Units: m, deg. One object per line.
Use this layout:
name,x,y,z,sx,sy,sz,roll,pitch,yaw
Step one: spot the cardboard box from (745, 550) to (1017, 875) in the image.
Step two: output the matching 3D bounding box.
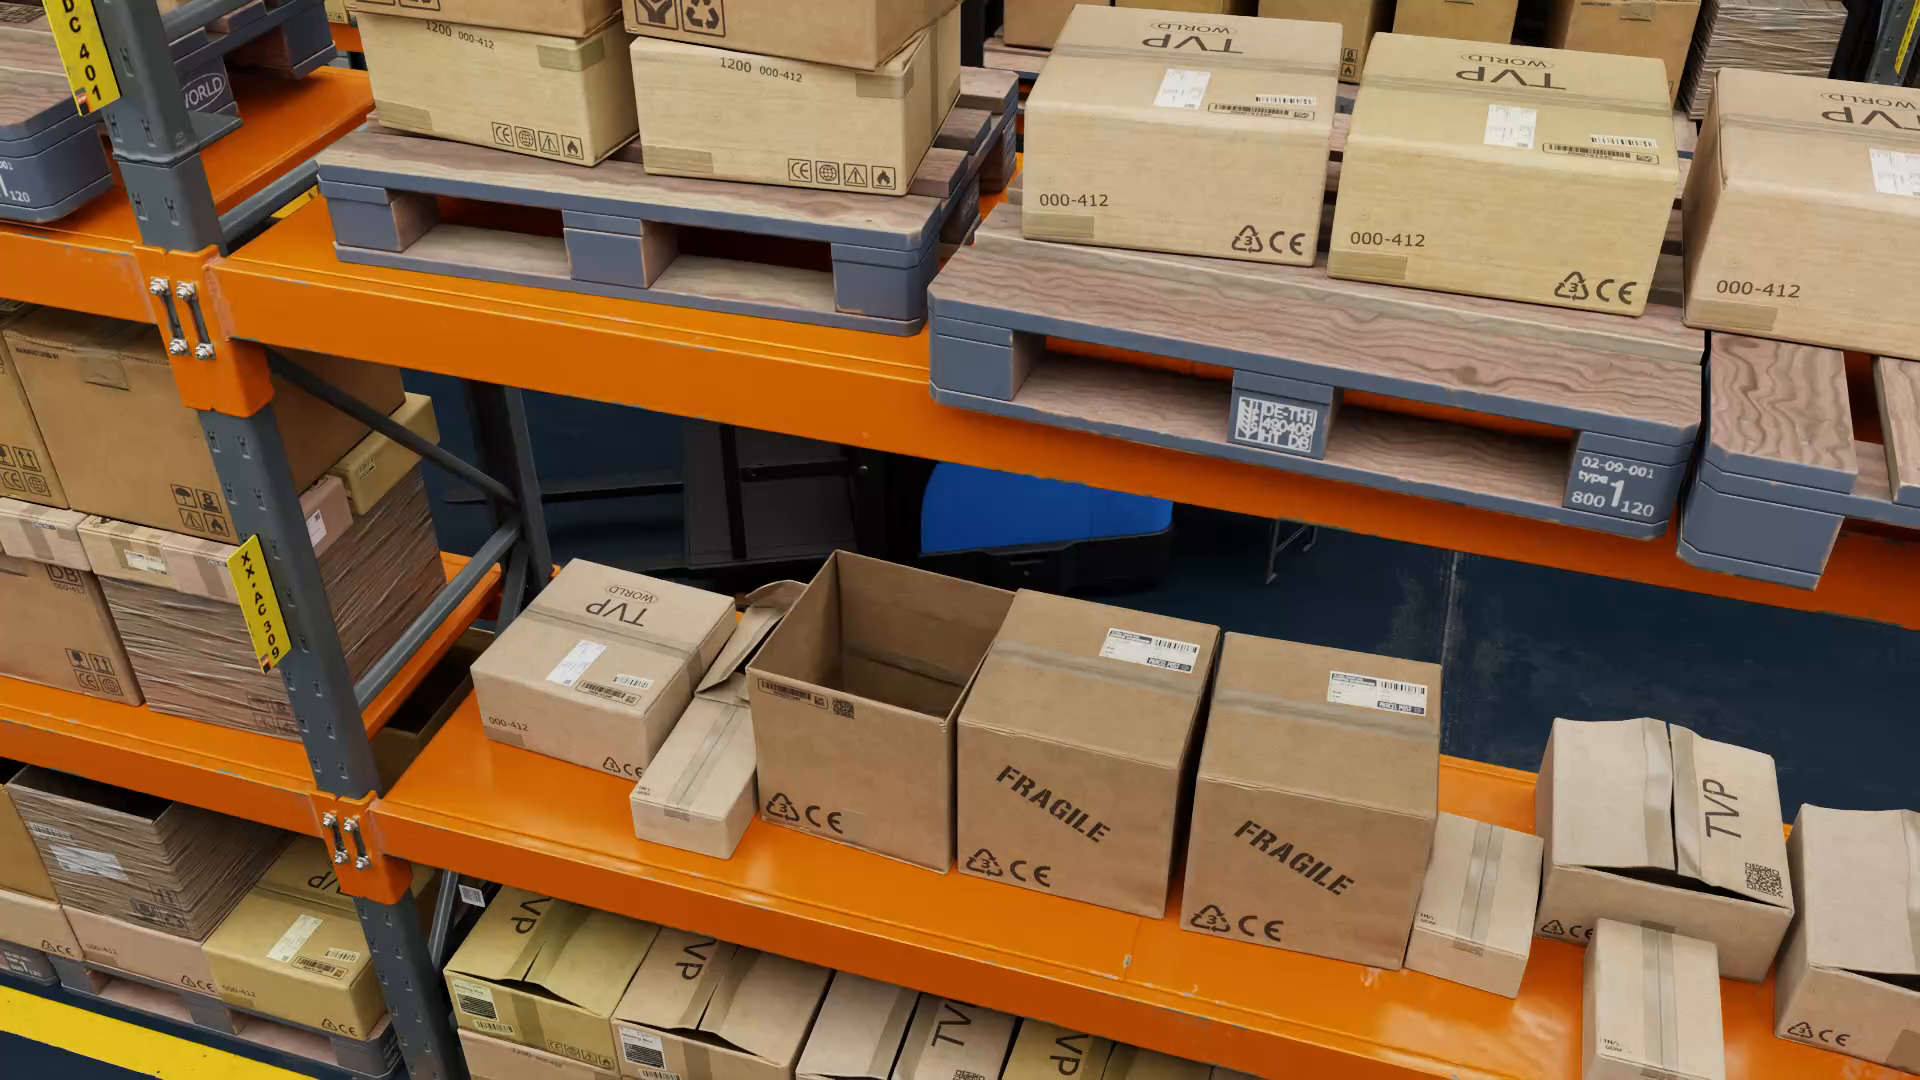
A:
cardboard box,-0.173,0.411,4.077,0.500,0.500,0.500,13,38,17

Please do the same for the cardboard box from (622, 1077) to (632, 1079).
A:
cardboard box,-0.605,1.454,4.710,0.500,0.250,0.500,11,38,15

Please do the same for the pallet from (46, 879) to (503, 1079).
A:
pallet,-2.150,1.172,5.480,1.213,0.211,1.003,10,38,14

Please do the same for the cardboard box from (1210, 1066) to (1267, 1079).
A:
cardboard box,0.862,1.500,4.174,0.500,0.311,0.500,10,38,14

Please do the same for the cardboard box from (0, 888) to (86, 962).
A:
cardboard box,-2.867,1.019,5.301,0.500,0.250,0.500,10,38,14

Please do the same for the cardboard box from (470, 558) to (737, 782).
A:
cardboard box,-0.921,0.336,4.390,0.500,0.250,0.500,13,38,17

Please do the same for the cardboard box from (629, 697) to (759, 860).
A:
cardboard box,-0.619,0.586,4.135,0.250,0.149,0.380,10,38,14

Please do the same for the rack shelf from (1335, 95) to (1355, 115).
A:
rack shelf,1.256,-1.394,6.204,0.480,0.518,0.431,28,44,31

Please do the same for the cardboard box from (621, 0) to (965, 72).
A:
cardboard box,-0.276,-1.187,2.941,0.500,0.500,0.500,14,39,18

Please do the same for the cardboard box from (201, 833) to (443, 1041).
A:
cardboard box,-1.912,1.193,5.064,0.500,0.250,0.500,10,38,14

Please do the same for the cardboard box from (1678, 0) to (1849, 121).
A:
cardboard box,3.436,-2.178,7.224,0.500,0.500,0.700,6,37,8

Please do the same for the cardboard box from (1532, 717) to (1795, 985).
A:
cardboard box,1.618,0.688,3.860,0.500,0.311,0.500,10,38,13

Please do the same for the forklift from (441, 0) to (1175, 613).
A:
forklift,-0.678,-1.137,6.322,3.031,2.935,1.130,-5,37,-7

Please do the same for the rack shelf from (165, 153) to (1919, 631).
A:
rack shelf,0.505,-0.352,3.274,4.000,0.370,1.077,10,38,14

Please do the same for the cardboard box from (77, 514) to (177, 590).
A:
cardboard box,-1.963,-0.060,4.170,0.250,0.149,0.380,10,37,13

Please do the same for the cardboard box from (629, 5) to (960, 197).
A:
cardboard box,-0.293,-0.894,3.176,0.500,0.250,0.500,7,37,9

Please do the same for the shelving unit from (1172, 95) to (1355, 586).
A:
shelving unit,1.243,-0.841,6.610,0.503,2.100,0.431,28,44,31

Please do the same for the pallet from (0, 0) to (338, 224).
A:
pallet,-2.226,-1.096,3.752,1.213,0.211,1.003,10,38,14

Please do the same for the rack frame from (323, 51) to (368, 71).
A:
rack frame,-3.748,-3.298,9.200,0.127,3.000,1.000,10,38,14

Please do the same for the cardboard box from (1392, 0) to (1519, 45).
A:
cardboard box,2.240,-2.386,7.506,0.500,0.500,0.700,10,38,14

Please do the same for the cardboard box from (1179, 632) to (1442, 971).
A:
cardboard box,0.808,0.592,3.830,0.500,0.500,0.500,9,37,11

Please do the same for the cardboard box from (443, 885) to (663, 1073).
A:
cardboard box,-1.084,1.139,4.664,0.500,0.311,0.500,11,38,14

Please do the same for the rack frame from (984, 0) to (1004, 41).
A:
rack frame,0.070,-2.591,8.239,0.127,3.000,1.000,10,38,14

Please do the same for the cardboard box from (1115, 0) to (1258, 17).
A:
cardboard box,1.077,-2.596,7.791,0.500,0.500,0.700,14,39,19

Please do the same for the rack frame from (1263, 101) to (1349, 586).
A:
rack frame,1.428,-0.744,6.484,0.015,2.100,0.400,28,44,31

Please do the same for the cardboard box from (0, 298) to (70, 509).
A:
cardboard box,-2.312,-0.513,4.238,0.500,0.500,0.700,10,38,14

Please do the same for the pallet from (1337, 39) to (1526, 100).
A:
pallet,1.986,-2.133,7.779,1.213,0.211,1.003,10,38,14

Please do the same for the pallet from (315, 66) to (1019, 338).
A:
pallet,-0.558,-0.770,3.396,1.217,0.209,0.805,9,37,12

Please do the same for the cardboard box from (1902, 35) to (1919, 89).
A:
cardboard box,4.417,-2.117,7.244,0.500,0.500,0.500,11,38,14

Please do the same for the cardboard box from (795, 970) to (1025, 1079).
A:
cardboard box,-0.113,1.322,4.416,0.500,0.311,0.500,9,37,12

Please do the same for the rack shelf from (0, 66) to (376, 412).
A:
rack shelf,-3.313,-1.059,4.235,4.000,0.370,1.077,10,38,14

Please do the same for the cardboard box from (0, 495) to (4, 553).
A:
cardboard box,-2.464,-0.151,4.293,0.250,0.149,0.380,10,38,14

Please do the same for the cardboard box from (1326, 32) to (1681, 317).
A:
cardboard box,0.916,-0.635,2.824,0.500,0.250,0.500,10,37,13

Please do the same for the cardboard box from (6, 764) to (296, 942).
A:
cardboard box,-2.385,0.796,4.971,0.500,0.500,0.500,10,38,14

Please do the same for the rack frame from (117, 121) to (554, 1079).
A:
rack frame,-1.404,0.213,4.430,0.127,3.000,1.000,10,38,14

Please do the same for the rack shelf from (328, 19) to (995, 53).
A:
rack shelf,-1.839,-2.654,8.933,4.000,0.370,1.077,10,38,14

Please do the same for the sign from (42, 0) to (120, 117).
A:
sign,-1.568,-0.921,2.937,0.005,0.325,0.100,10,38,14

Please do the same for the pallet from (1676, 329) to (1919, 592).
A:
pallet,1.740,-0.281,2.731,1.003,0.211,1.213,12,38,16

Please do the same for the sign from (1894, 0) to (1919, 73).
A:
sign,3.735,-2.009,6.539,0.005,0.325,0.100,10,38,14

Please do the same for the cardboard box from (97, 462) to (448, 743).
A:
cardboard box,-1.829,0.098,4.502,0.500,0.500,0.700,10,37,13

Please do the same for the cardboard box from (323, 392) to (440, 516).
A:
cardboard box,-1.602,-0.246,4.422,0.250,0.149,0.380,10,38,14

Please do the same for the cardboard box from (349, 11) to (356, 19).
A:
cardboard box,-2.877,-2.896,8.763,0.500,0.250,0.500,9,37,12
